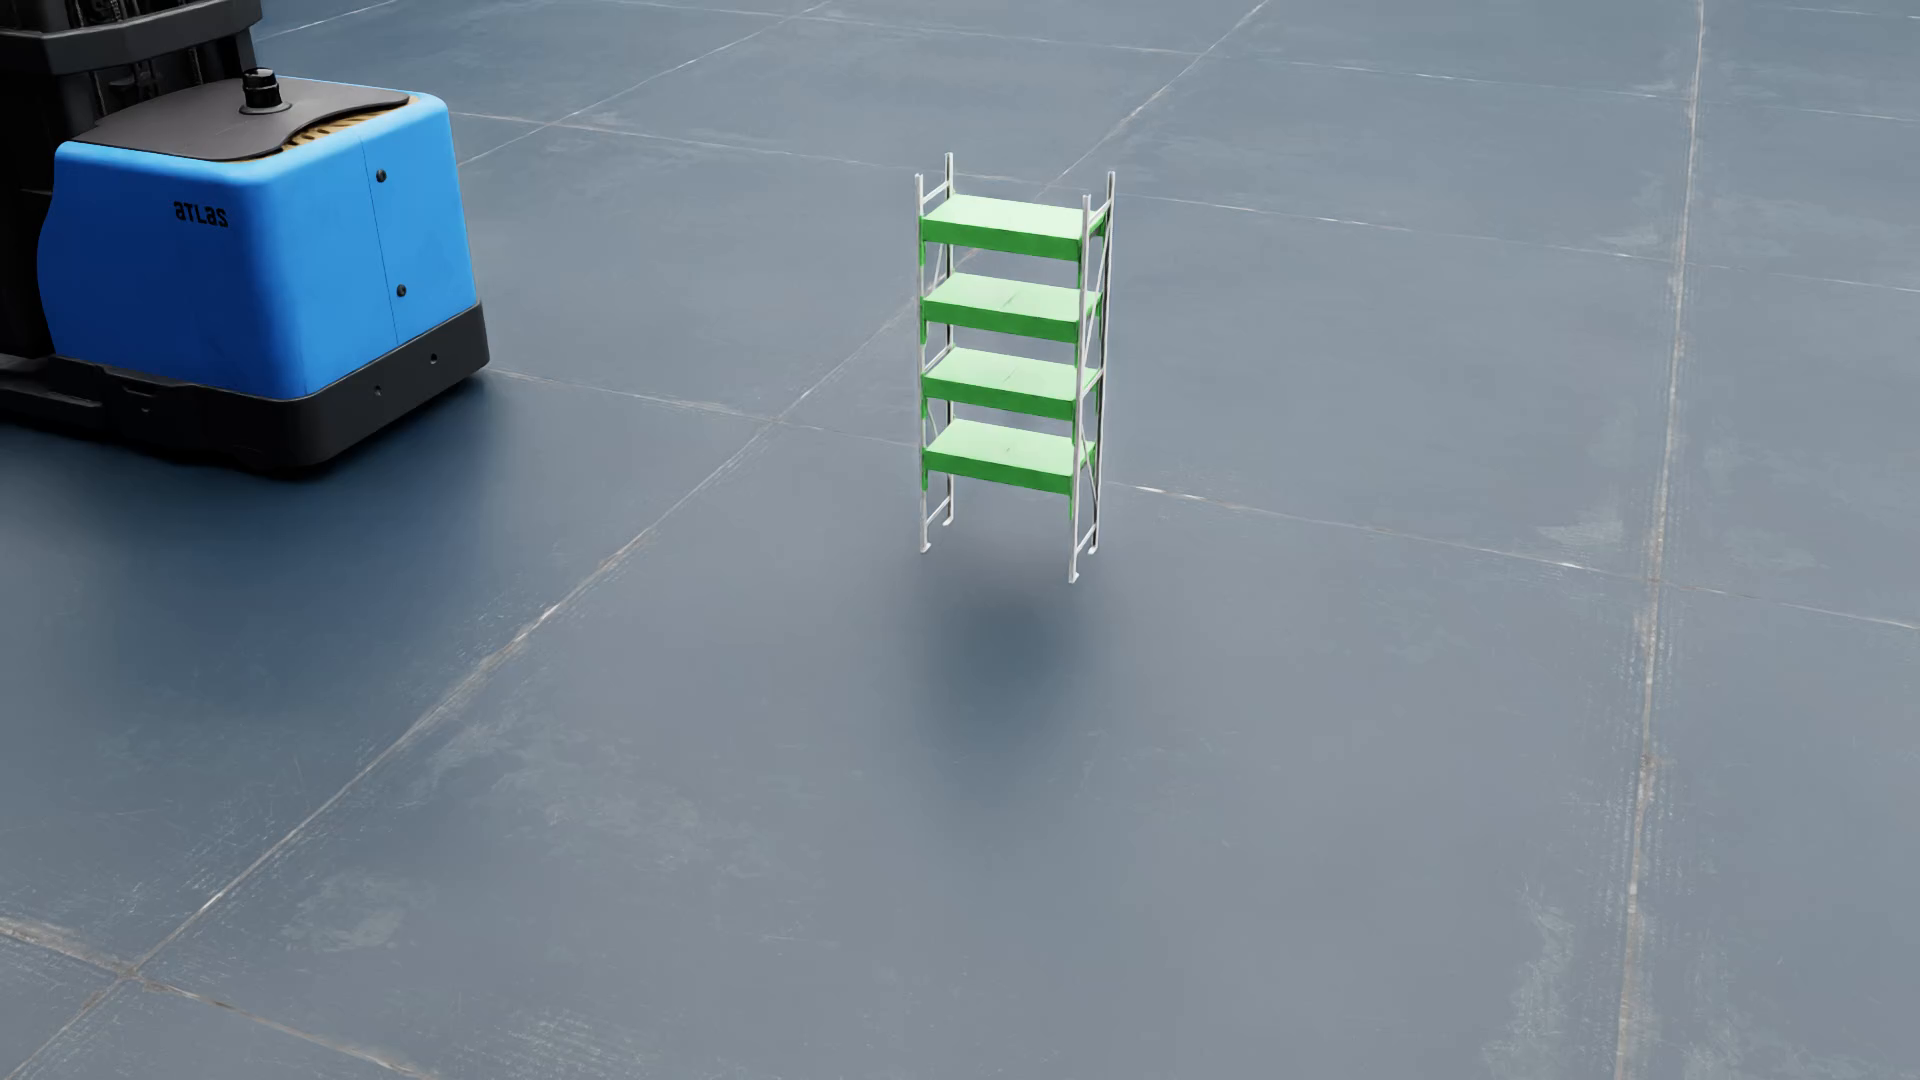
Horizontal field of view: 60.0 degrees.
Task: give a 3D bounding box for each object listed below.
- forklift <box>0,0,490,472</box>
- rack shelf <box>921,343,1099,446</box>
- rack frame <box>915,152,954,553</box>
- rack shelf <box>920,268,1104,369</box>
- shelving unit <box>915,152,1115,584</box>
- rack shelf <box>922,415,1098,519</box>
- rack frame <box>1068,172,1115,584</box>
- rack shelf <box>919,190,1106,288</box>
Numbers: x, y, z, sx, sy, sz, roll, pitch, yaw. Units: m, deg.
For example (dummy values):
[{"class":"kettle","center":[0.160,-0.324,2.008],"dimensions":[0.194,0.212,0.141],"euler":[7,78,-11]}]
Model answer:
[{"class":"forklift","center":[-3.349,-1.966,5.749],"dimensions":[3.031,2.935,1.130],"euler":[12,31,20]},{"class":"rack shelf","center":[0.153,-0.436,4.932],"dimensions":[0.480,0.148,0.258],"euler":[11,31,19]},{"class":"rack frame","center":[-0.073,-0.537,4.980],"dimensions":[0.015,1.200,0.240],"euler":[11,31,19]},{"class":"rack shelf","center":[0.153,-0.645,4.814],"dimensions":[0.480,0.148,0.258],"euler":[11,31,19]},{"class":"shelving unit","center":[0.153,-0.492,4.901],"dimensions":[0.503,1.200,0.258],"euler":[11,31,19]},{"class":"rack shelf","center":[0.153,-0.227,5.050],"dimensions":[0.480,0.148,0.258],"euler":[11,31,19]},{"class":"rack frame","center":[0.379,-0.447,4.821],"dimensions":[0.015,1.200,0.240],"euler":[11,31,19]},{"class":"rack shelf","center":[0.153,-0.854,4.696],"dimensions":[0.480,0.148,0.258],"euler":[11,31,19]}]
